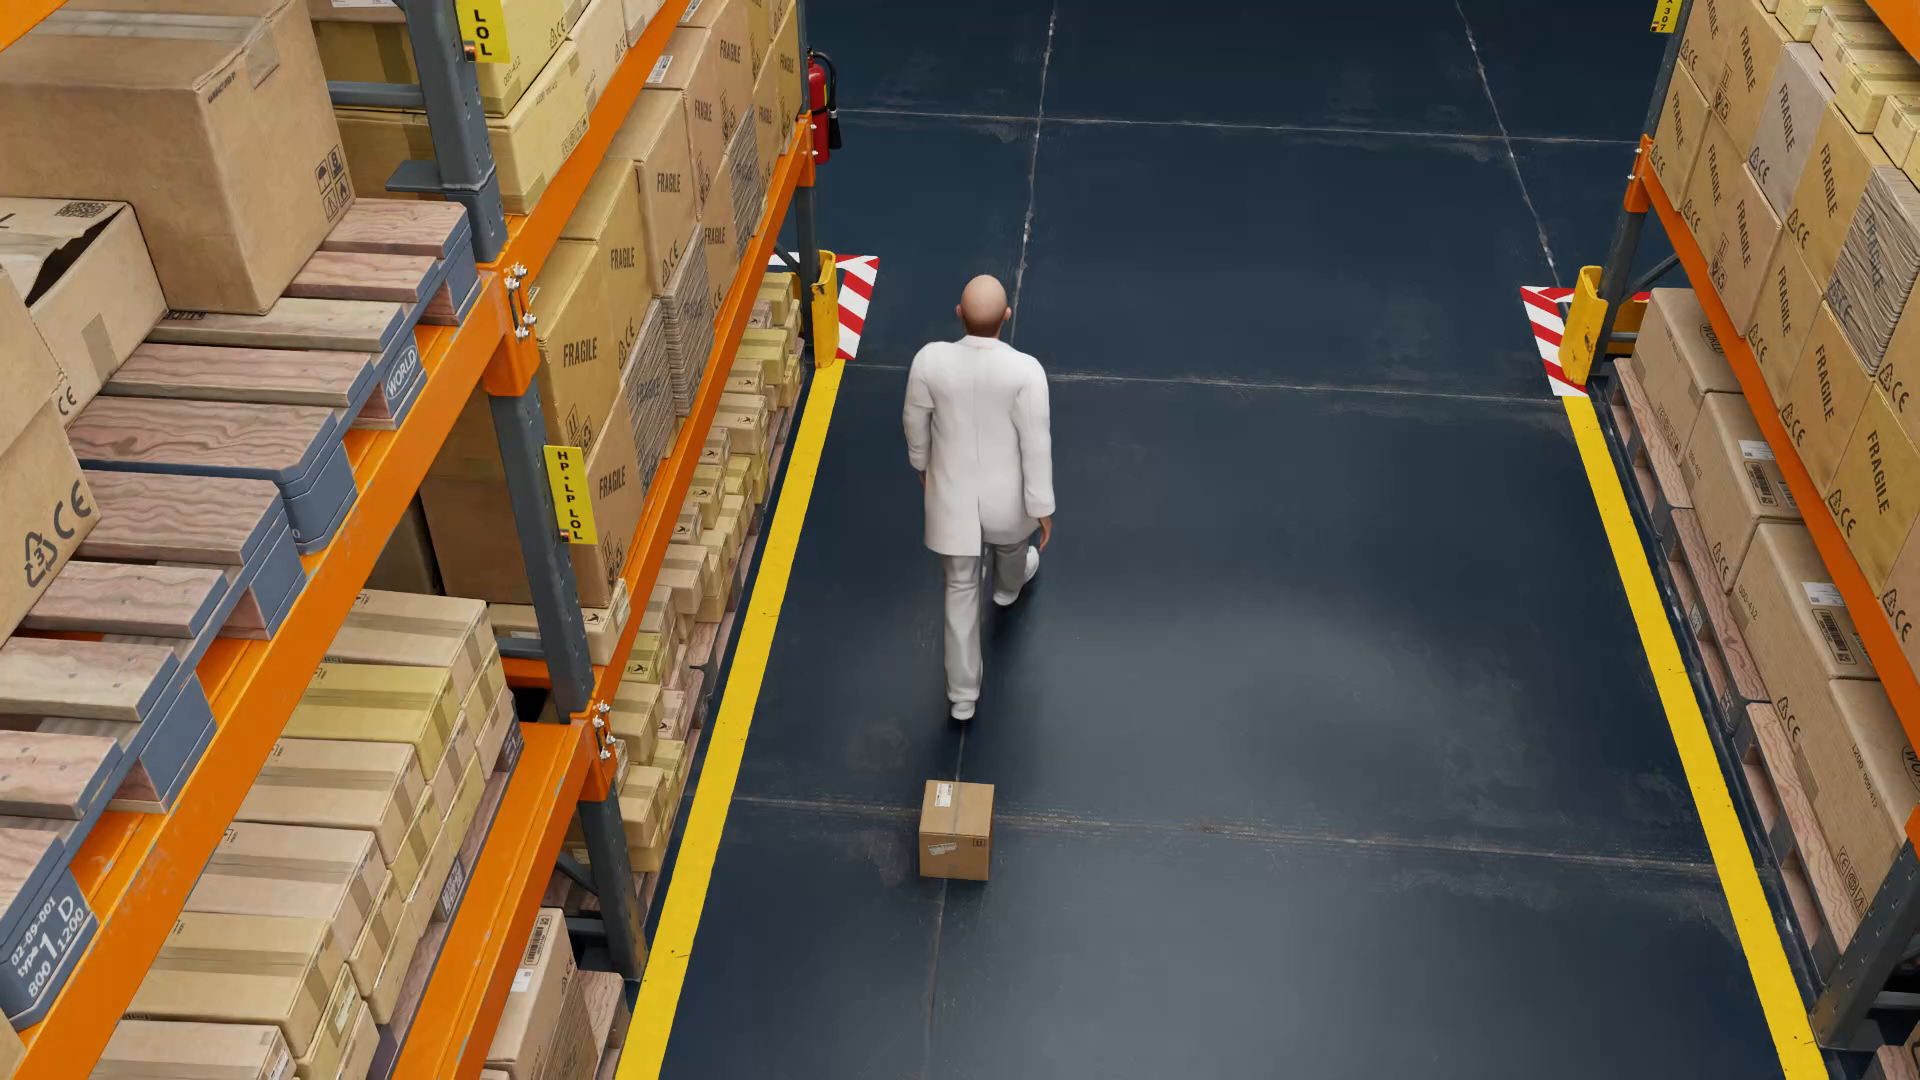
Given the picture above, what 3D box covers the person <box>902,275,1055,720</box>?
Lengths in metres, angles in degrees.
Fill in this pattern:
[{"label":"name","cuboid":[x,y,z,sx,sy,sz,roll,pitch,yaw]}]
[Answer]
[{"label":"person","cuboid":[0.082,-0.260,6.468,0.609,1.716,1.077,4,40,5]}]
